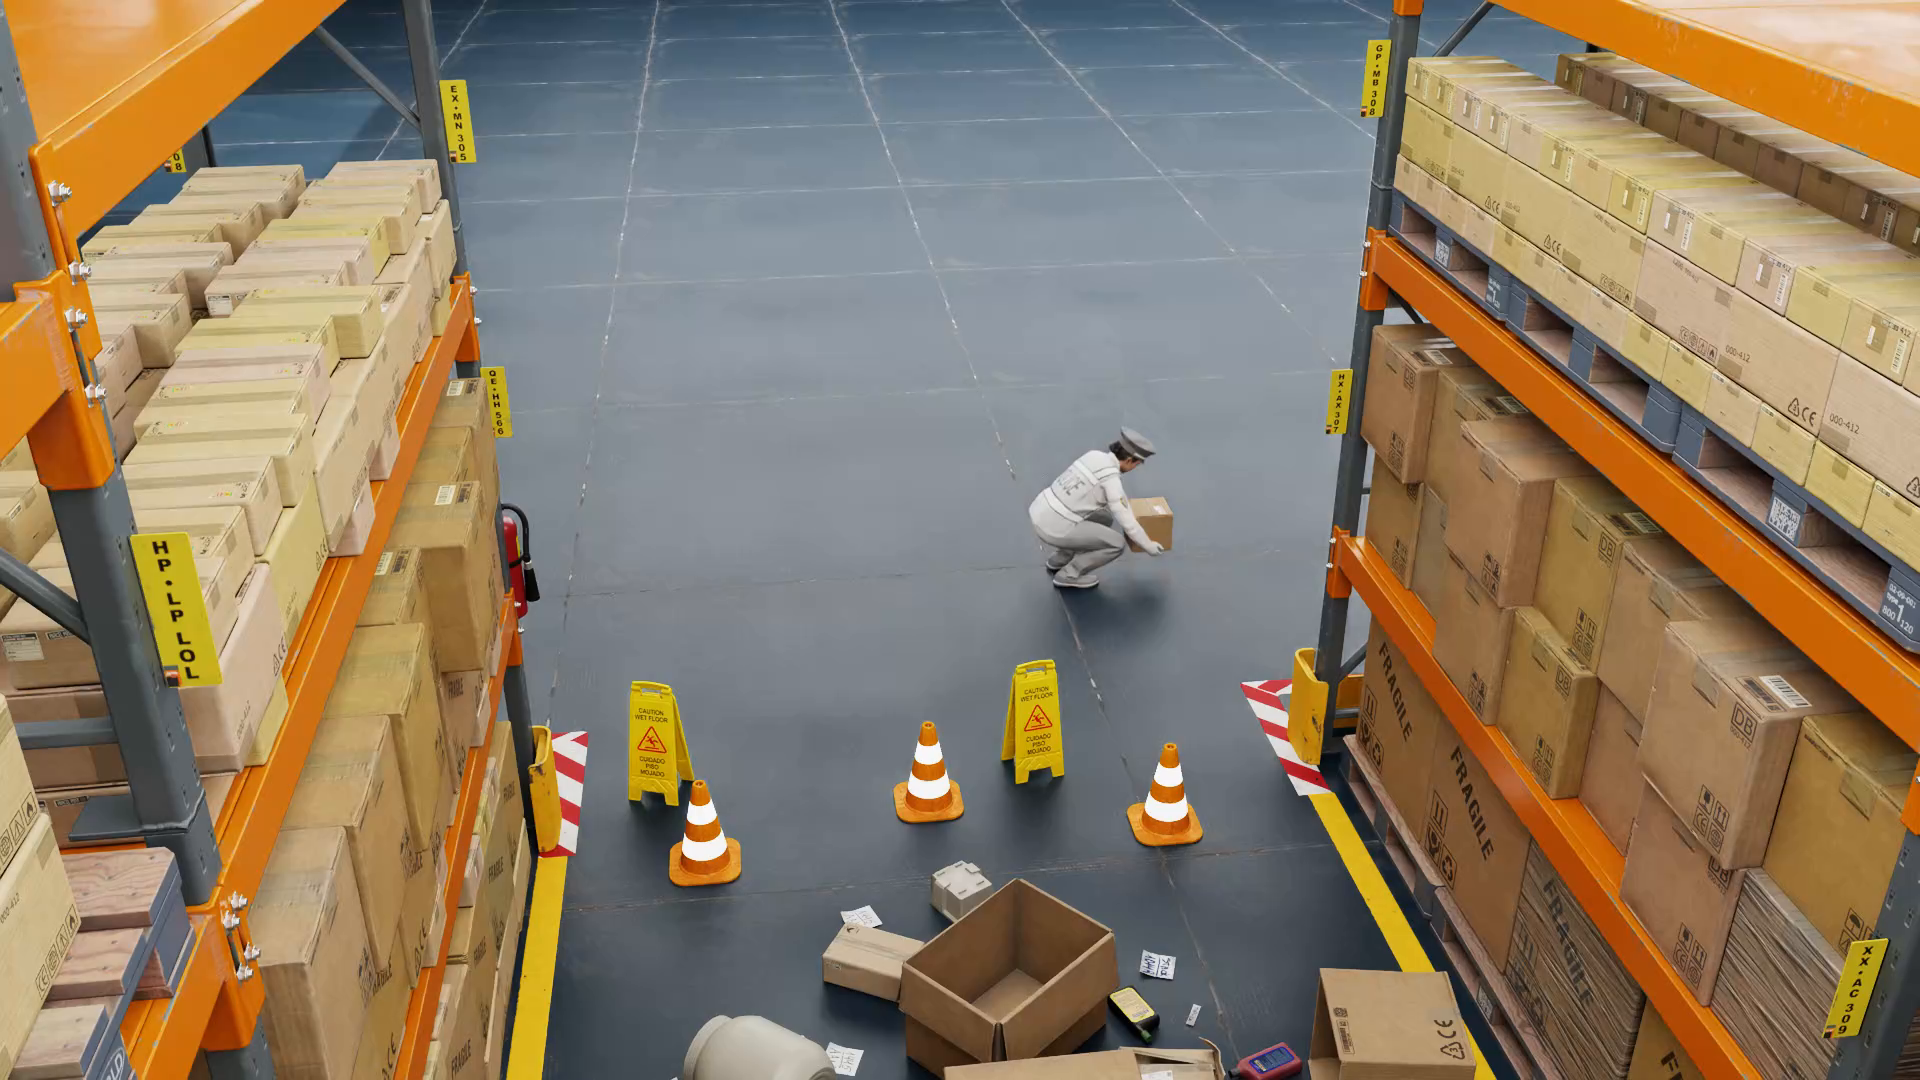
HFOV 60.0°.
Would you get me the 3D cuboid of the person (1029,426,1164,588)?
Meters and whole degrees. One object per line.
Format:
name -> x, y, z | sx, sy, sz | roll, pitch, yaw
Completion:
person -> 0.839, -0.207, 10.270 | 0.822, 0.961, 0.508 | -4, 28, -7
